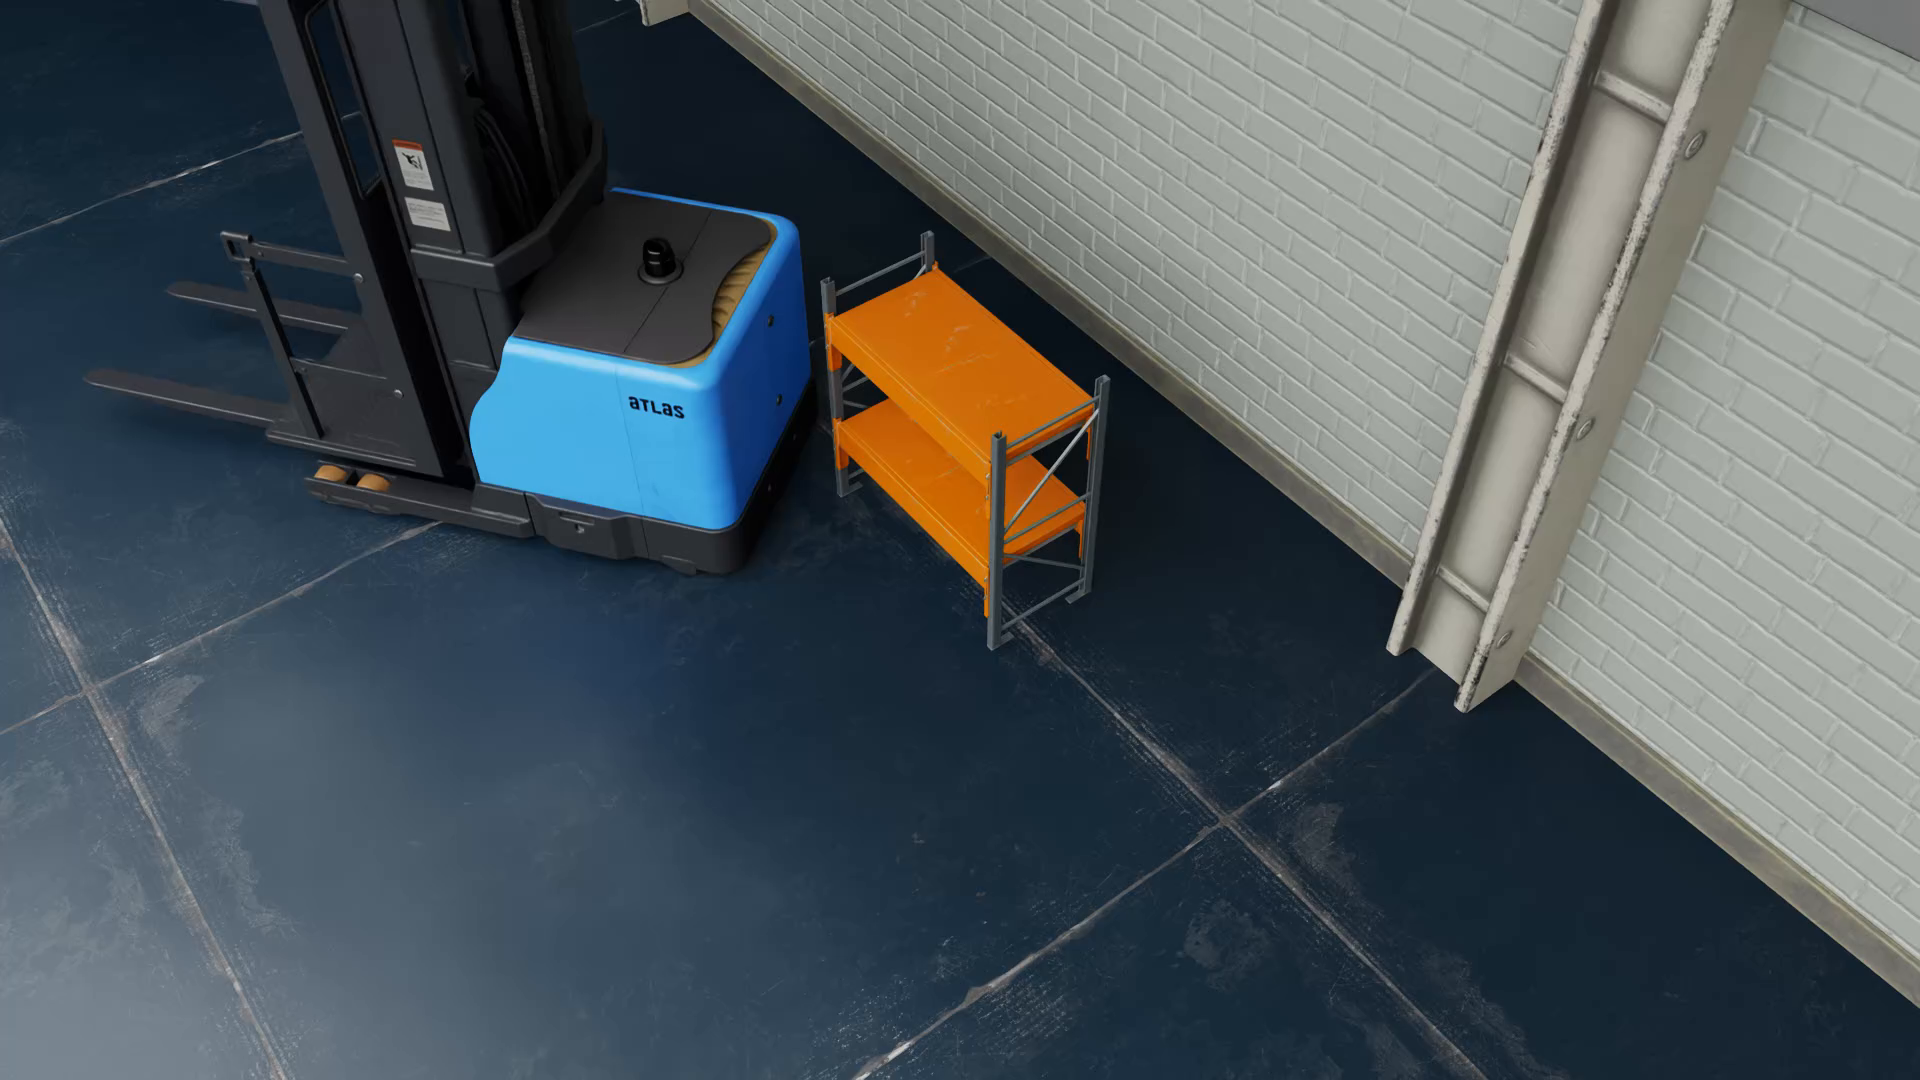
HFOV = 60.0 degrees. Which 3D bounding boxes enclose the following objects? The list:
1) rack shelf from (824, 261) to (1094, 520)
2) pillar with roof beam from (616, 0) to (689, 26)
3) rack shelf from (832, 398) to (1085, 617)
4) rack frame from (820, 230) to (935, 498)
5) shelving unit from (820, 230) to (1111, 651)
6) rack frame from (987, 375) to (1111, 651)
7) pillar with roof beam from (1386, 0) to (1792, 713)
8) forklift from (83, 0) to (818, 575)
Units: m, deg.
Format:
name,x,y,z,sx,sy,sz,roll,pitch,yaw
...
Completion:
name,x,y,z,sx,sy,sz,roll,pitch,yaw
rack shelf,0.004,-0.570,6.112,0.538,0.278,1.000,-29,54,-24
pillar with roof beam,-5.187,-4.170,4.455,9.100,9.000,0.400,-29,54,-24
rack shelf,0.004,-0.210,6.510,0.538,0.278,1.000,-29,54,-24
rack frame,-0.304,-0.674,6.600,0.500,1.125,0.032,-29,54,-24
shelving unit,0.004,-0.374,6.328,0.538,1.125,1.048,-29,54,-24
rack frame,0.312,-0.074,6.057,0.500,1.125,0.032,-29,54,-24
pillar with roof beam,-1.554,-0.632,1.248,9.100,9.000,0.400,-29,54,-24
forklift,-2.183,-1.459,6.093,3.031,2.935,1.130,12,49,10
